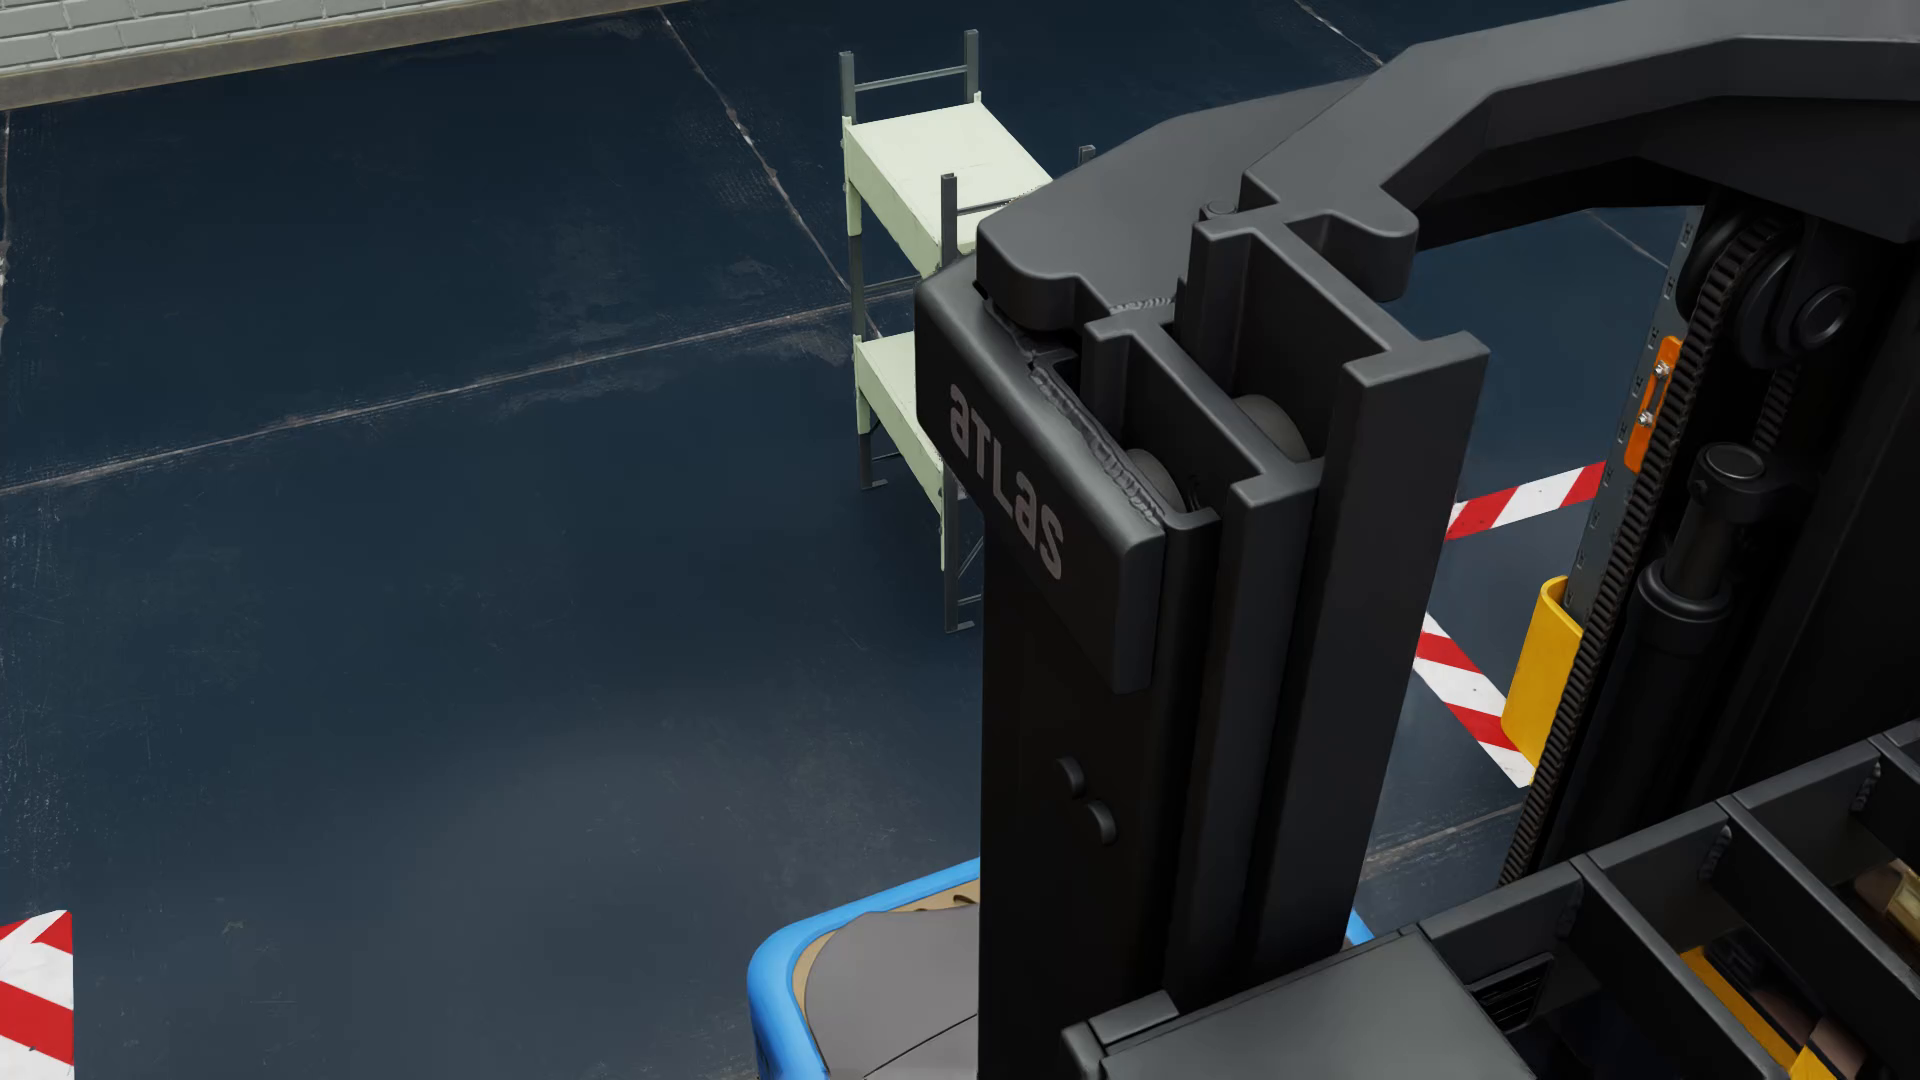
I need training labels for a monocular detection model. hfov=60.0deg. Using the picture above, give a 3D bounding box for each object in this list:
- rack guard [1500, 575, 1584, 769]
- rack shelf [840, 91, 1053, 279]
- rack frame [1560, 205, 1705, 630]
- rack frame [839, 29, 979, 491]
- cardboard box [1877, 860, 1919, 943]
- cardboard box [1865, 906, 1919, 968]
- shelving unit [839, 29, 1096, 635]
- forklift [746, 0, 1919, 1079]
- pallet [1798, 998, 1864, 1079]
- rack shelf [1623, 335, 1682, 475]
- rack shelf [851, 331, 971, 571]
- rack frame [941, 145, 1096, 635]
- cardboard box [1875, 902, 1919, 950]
[{"bbox_3d":[2.096,0.267,4.556,1.175,0.500,0.348,-15,43,-17],"label":"rack guard"},{"bbox_3d":[0.003,-0.861,4.502,0.431,0.370,0.720,-15,43,-17],"label":"rack shelf"},{"bbox_3d":[2.067,-0.727,3.795,1.000,3.000,0.127,-15,43,-17],"label":"rack frame"},{"bbox_3d":[-0.137,-0.785,5.013,0.400,1.500,0.023,-15,43,-17],"label":"rack frame"},{"bbox_3d":[2.148,0.689,3.556,0.380,0.149,0.250,-15,43,-17],"label":"cardboard box"},{"bbox_3d":[2.249,0.875,3.796,0.380,0.149,0.250,-15,43,-16],"label":"cardboard box"},{"bbox_3d":[0.003,-0.565,4.756,0.431,1.500,0.755,-15,43,-17],"label":"shelving unit"},{"bbox_3d":[0.684,1.131,1.687,1.130,2.935,3.031,-16,43,-18],"label":"forklift"},{"bbox_3d":[2.374,0.874,4.071,1.003,0.211,1.213,-15,43,-17],"label":"pallet"},{"bbox_3d":[2.832,0.751,2.628,1.077,0.370,4.000,-15,43,-17],"label":"rack shelf"},{"bbox_3d":[0.003,-0.317,4.969,0.431,0.370,0.720,-15,43,-17],"label":"rack shelf"},{"bbox_3d":[0.143,-0.344,4.500,0.400,1.500,0.023,-15,43,-17],"label":"rack frame"},{"bbox_3d":[2.258,0.766,3.695,0.380,0.149,0.250,-15,43,-16],"label":"cardboard box"}]
